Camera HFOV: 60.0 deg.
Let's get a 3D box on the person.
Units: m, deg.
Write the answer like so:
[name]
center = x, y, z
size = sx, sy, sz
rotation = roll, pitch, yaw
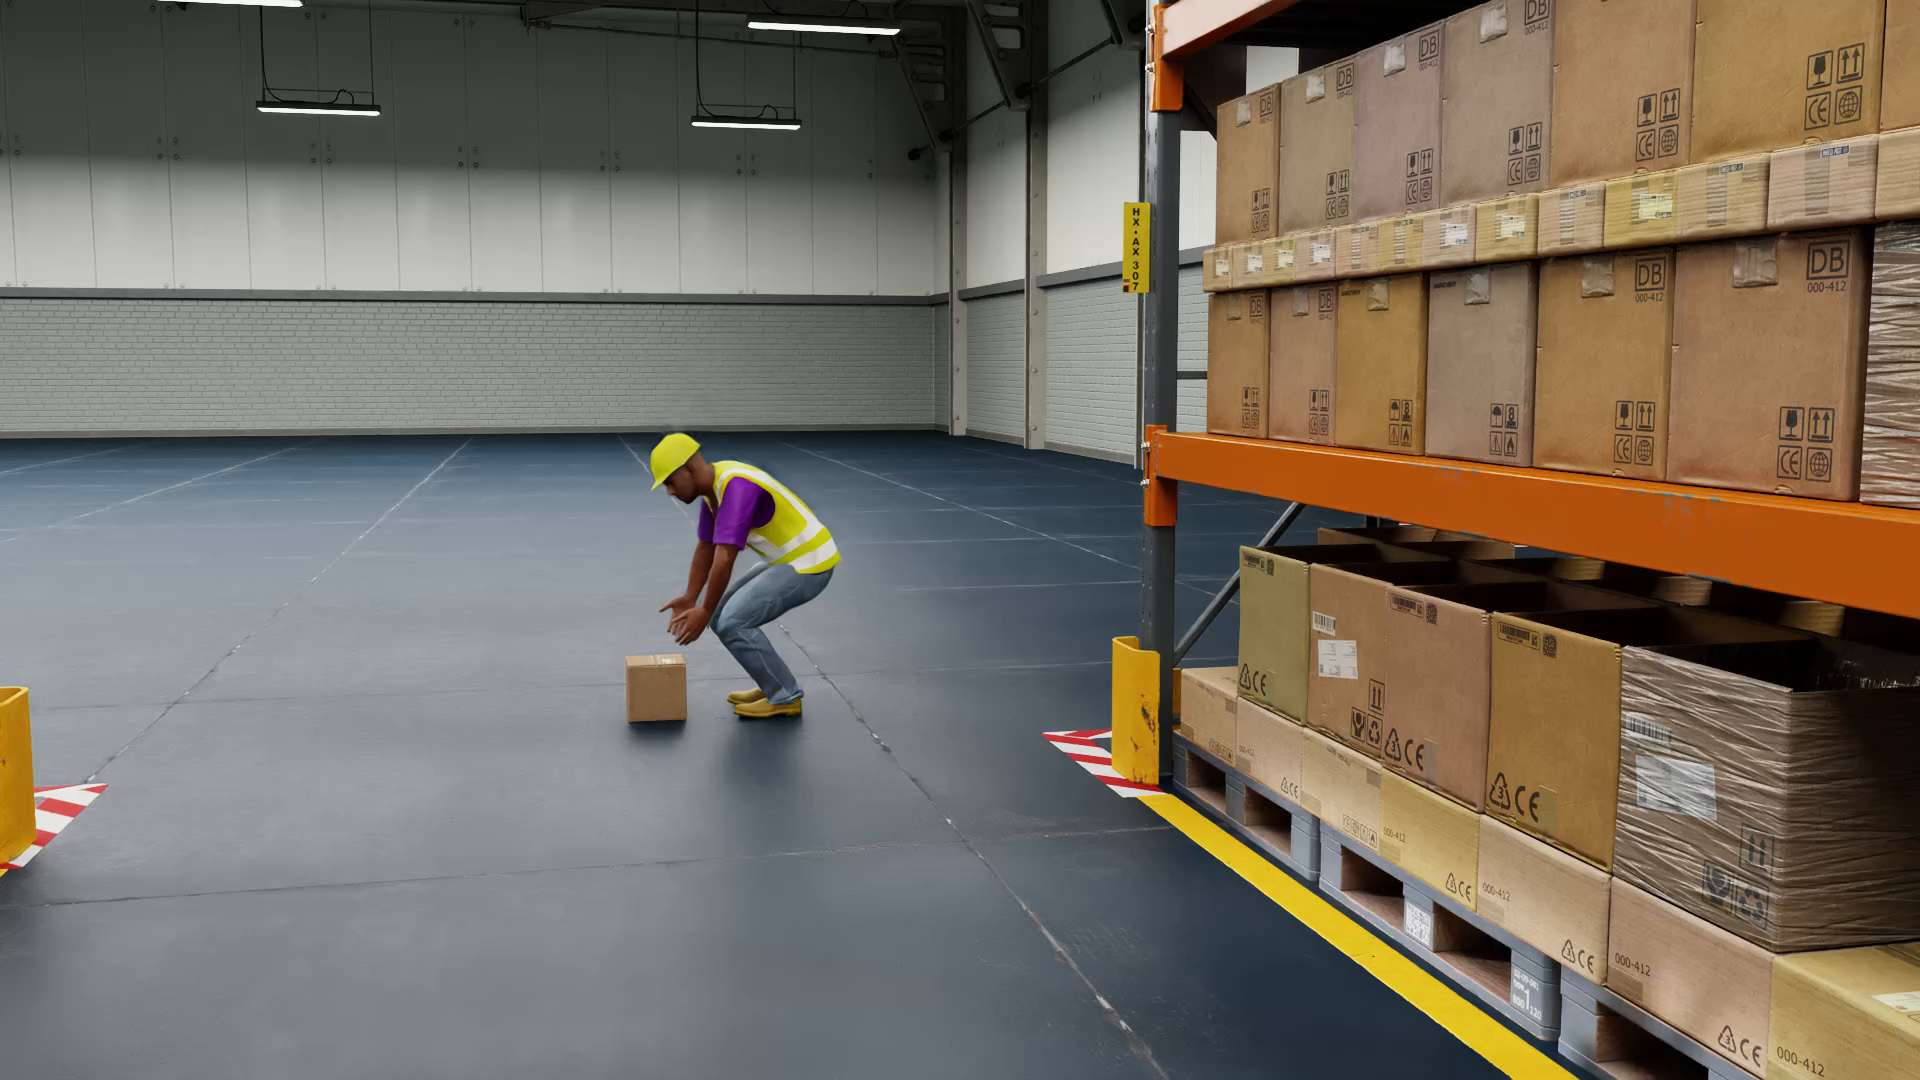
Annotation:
[person]
center = -0.943, 0.151, 7.360
size = 0.828, 1.253, 0.625
rotation = -1, 6, -14
